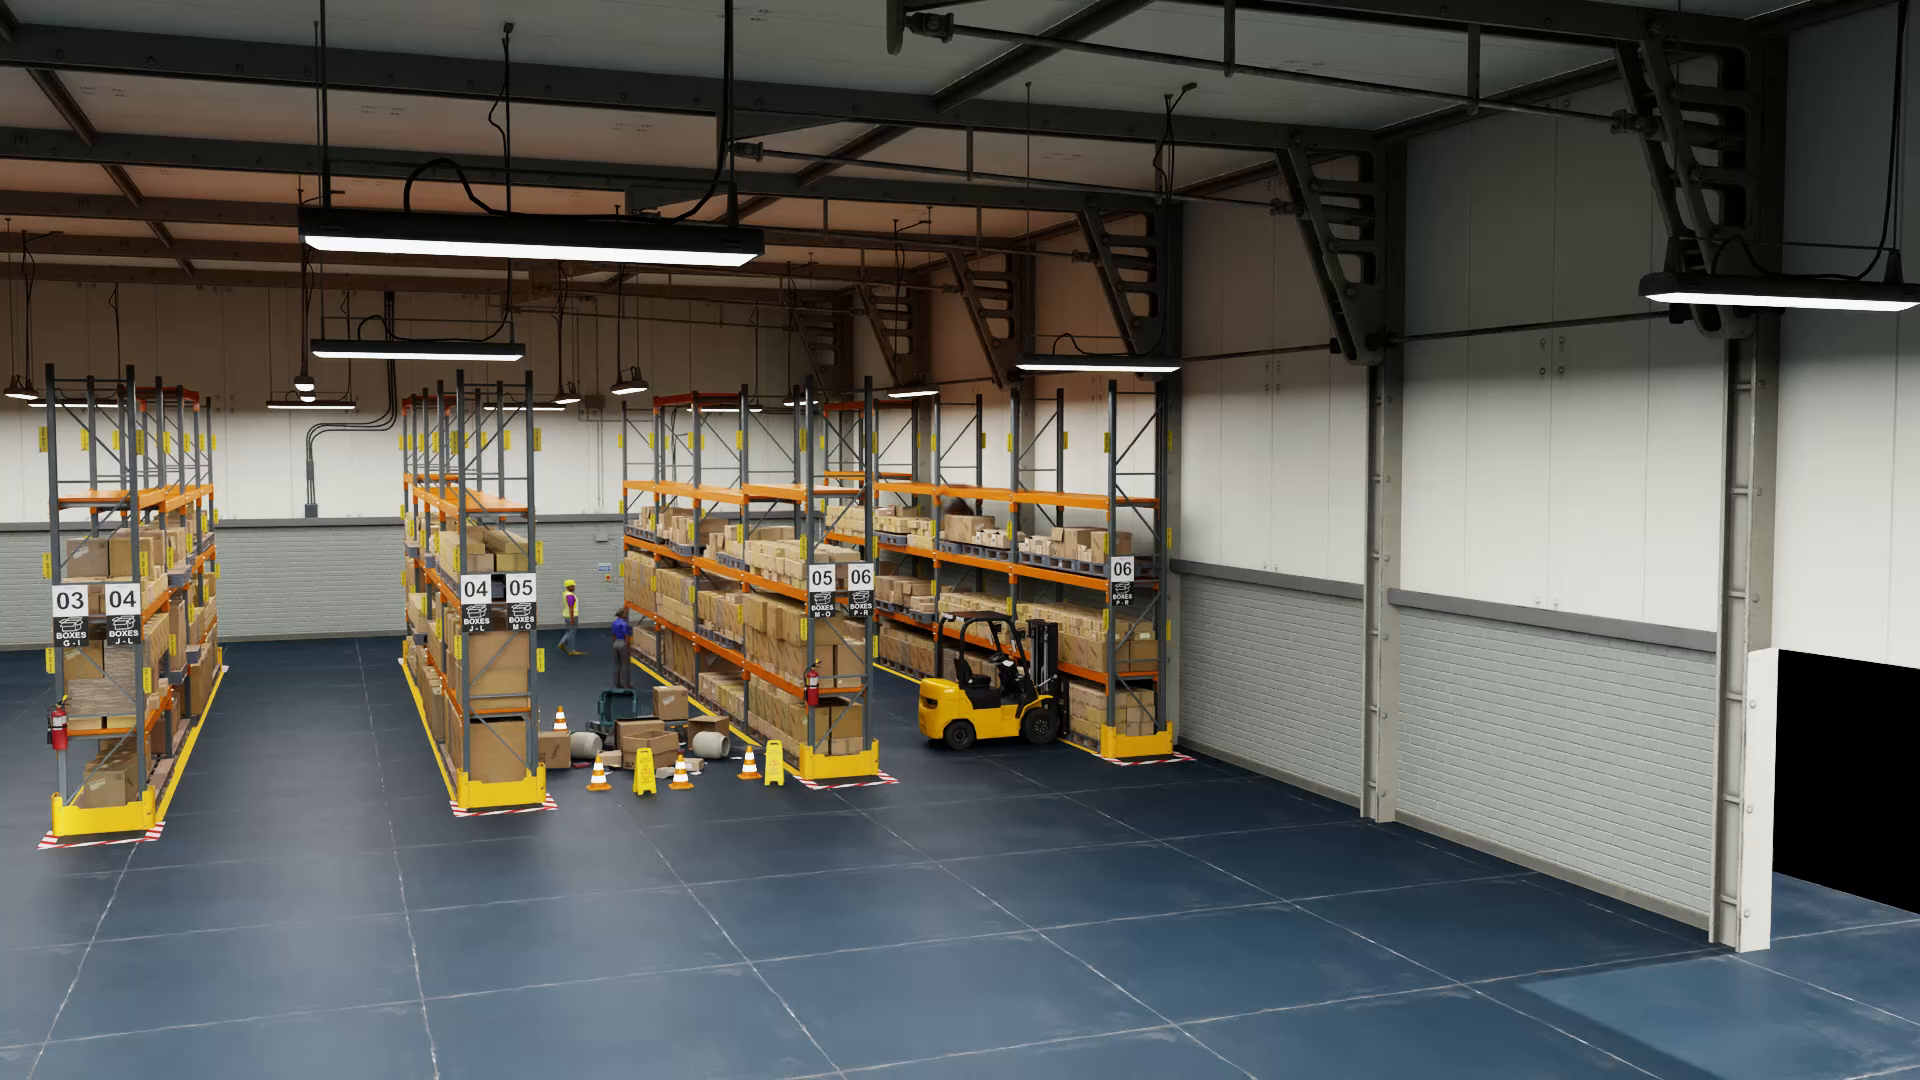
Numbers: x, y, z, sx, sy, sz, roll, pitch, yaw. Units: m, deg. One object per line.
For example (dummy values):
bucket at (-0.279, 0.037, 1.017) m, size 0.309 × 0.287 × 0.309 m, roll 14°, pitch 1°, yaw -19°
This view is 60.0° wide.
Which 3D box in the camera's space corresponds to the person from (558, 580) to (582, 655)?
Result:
person at (-9.217, 1.825, 39.179) m, size 0.504 × 1.768 × 0.596 m, roll -3°, pitch 5°, yaw -43°

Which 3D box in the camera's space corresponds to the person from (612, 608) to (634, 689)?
person at (-6.824, 2.195, 33.700) m, size 0.506 × 1.659 × 0.375 m, roll 2°, pitch 4°, yaw 36°
